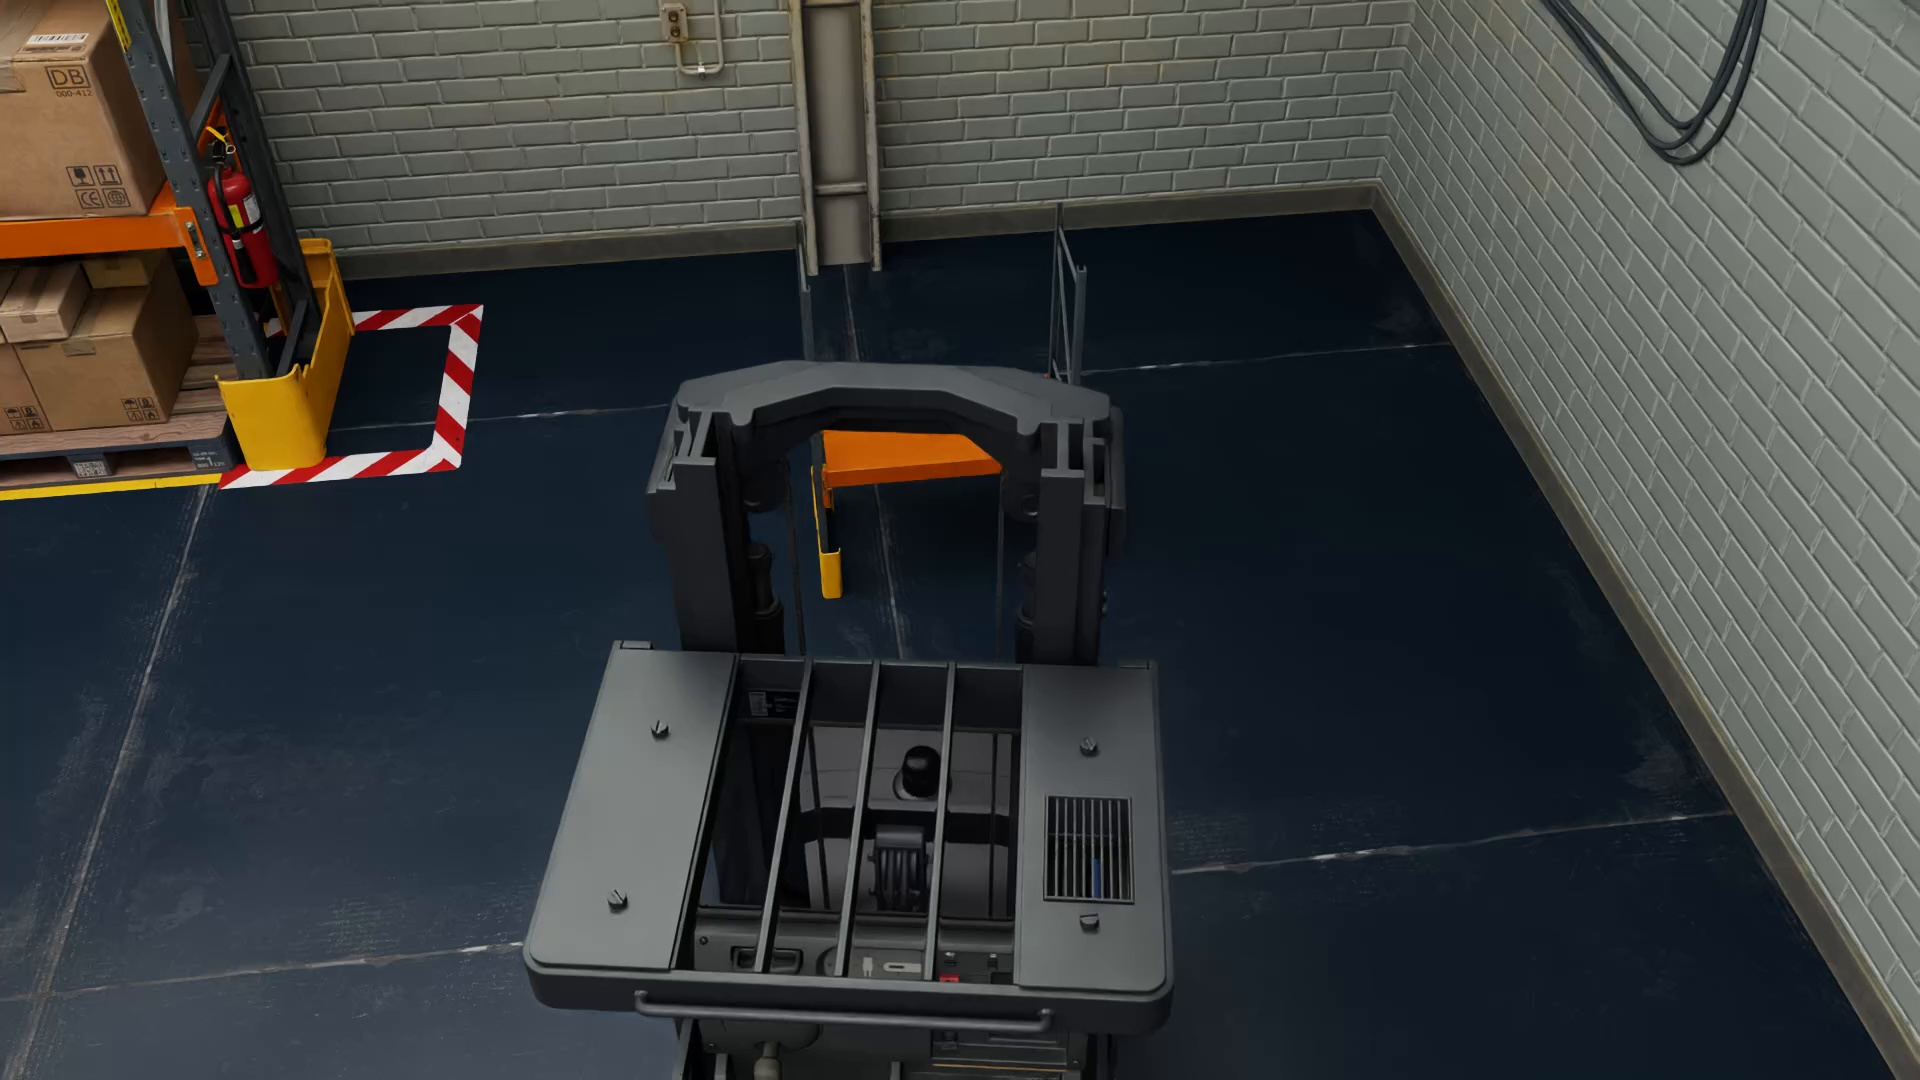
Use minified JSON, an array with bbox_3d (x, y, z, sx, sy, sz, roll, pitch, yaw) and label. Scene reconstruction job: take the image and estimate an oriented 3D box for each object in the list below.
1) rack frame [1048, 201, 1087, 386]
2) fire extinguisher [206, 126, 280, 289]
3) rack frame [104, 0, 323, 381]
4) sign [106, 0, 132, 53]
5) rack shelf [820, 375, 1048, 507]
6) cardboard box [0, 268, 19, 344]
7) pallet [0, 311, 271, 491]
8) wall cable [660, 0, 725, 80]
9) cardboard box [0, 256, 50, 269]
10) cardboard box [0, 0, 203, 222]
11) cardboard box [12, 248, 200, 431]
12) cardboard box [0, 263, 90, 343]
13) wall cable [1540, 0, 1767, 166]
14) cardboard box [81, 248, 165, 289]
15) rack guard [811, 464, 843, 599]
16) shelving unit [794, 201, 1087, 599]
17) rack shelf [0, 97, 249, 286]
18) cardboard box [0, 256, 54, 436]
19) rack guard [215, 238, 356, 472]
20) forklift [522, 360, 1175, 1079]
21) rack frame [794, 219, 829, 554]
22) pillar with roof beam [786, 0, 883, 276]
[{"bbox_3d":[0.419,-0.594,6.788,0.032,1.500,0.500,-5,42,-6],"label":"rack frame"},{"bbox_3d":[-2.983,-1.362,6.857,0.183,0.674,0.296,-5,42,-6],"label":"fire extinguisher"},{"bbox_3d":[-3.193,-1.823,7.031,0.127,3.000,1.000,-5,42,-6],"label":"rack frame"},{"bbox_3d":[-3.136,-1.979,6.163,0.005,0.325,0.100,-5,42,-6],"label":"sign"},{"bbox_3d":[-0.085,-0.416,6.860,1.000,0.185,0.538,-5,42,-6],"label":"rack shelf"},{"bbox_3d":[-4.231,-1.009,7.198,0.250,0.149,0.380,-4,42,-4],"label":"cardboard box"},{"bbox_3d":[-3.976,-0.666,7.831,1.213,0.211,1.003,-5,42,-6],"label":"pallet"},{"bbox_3d":[-2.046,-2.939,7.511,1.851,1.984,0.084,-5,42,-6],"label":"wall cable"},{"bbox_3d":[-4.278,-1.263,7.479,0.250,0.149,0.380,-5,42,-5],"label":"cardboard box"},{"bbox_3d":[-3.697,-1.883,6.874,0.700,0.700,0.980,-3,42,-4],"label":"cardboard box"},{"bbox_3d":[-3.874,-0.923,7.587,0.500,0.500,0.700,-5,42,-6],"label":"cardboard box"},{"bbox_3d":[-3.978,-1.032,7.223,0.250,0.149,0.380,-5,42,-6],"label":"cardboard box"},{"bbox_3d":[2.462,-3.151,6.343,0.112,2.526,3.097,-5,42,-6],"label":"wall cable"},{"bbox_3d":[-3.776,-1.308,7.529,0.250,0.149,0.380,-5,42,-5],"label":"cardboard box"},{"bbox_3d":[-0.569,-0.043,7.111,0.087,0.250,0.587,-5,42,-6],"label":"rack guard"},{"bbox_3d":[-0.076,-0.550,6.740,1.083,1.500,0.587,-5,42,-6],"label":"shelving unit"},{"bbox_3d":[-5.176,-1.382,7.080,4.000,0.370,1.077,-5,42,-6],"label":"rack shelf"},{"bbox_3d":[-4.370,-0.880,7.538,0.500,0.500,0.700,-5,42,-6],"label":"cardboard box"},{"bbox_3d":[-3.169,-0.897,7.871,0.348,0.500,1.175,-5,42,-6],"label":"rack guard"},{"bbox_3d":[-0.167,1.184,3.749,1.130,2.935,3.031,2,42,2],"label":"forklift"},{"bbox_3d":[-0.589,-0.505,6.691,0.032,1.500,0.500,-5,42,-6],"label":"rack frame"},{"bbox_3d":[-0.070,-2.000,2.749,0.400,9.000,9.100,-5,42,-6],"label":"pillar with roof beam"}]
